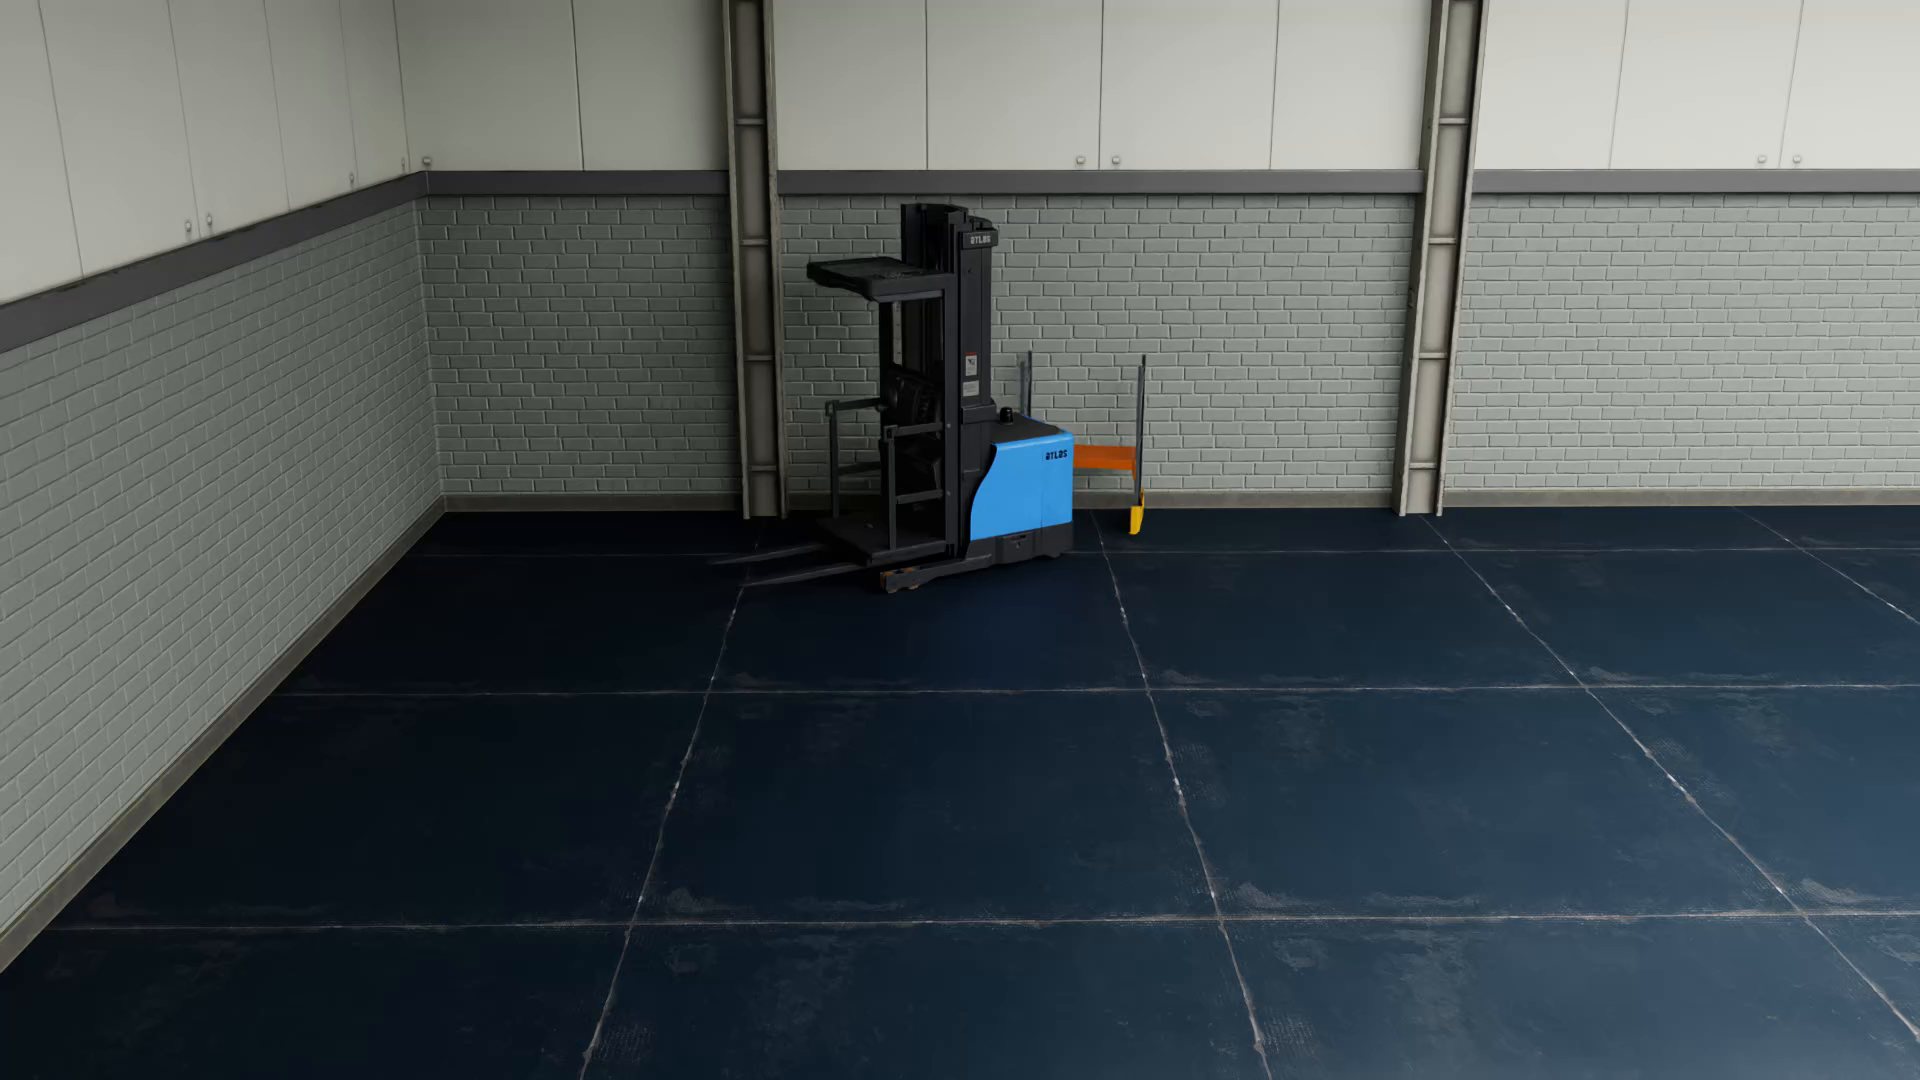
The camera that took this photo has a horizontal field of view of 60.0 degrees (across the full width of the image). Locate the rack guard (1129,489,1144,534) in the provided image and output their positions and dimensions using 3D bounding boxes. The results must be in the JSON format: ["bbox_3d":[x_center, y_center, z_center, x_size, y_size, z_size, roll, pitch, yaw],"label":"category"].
[{"bbox_3d":[1.590,-0.262,14.951,0.087,0.250,0.587,3,18,9],"label":"rack guard"}]

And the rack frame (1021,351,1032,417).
[{"bbox_3d":[0.590,-0.911,14.927,0.032,1.500,0.500,3,18,9],"label":"rack frame"}]

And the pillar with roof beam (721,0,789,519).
[{"bbox_3d":[-1.712,-3.210,9.822,0.400,9.000,9.100,0,18,-1],"label":"pillar with roof beam"}]

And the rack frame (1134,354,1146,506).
[{"bbox_3d":[1.592,-0.858,14.763,0.032,1.500,0.500,3,18,9],"label":"rack frame"}]

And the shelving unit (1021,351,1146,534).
[{"bbox_3d":[1.100,-0.884,14.844,1.083,1.500,0.587,3,18,9],"label":"shelving unit"}]

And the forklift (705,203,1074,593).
[{"bbox_3d":[-0.567,-1.157,13.357,3.031,2.935,1.130,-10,21,-29],"label":"forklift"}]

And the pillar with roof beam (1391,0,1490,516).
[{"bbox_3d":[4.287,-3.239,9.913,0.400,9.000,9.100,0,18,-1],"label":"pillar with roof beam"}]

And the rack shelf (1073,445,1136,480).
[{"bbox_3d":[1.090,-0.713,14.899,1.000,0.185,0.538,3,18,9],"label":"rack shelf"}]
